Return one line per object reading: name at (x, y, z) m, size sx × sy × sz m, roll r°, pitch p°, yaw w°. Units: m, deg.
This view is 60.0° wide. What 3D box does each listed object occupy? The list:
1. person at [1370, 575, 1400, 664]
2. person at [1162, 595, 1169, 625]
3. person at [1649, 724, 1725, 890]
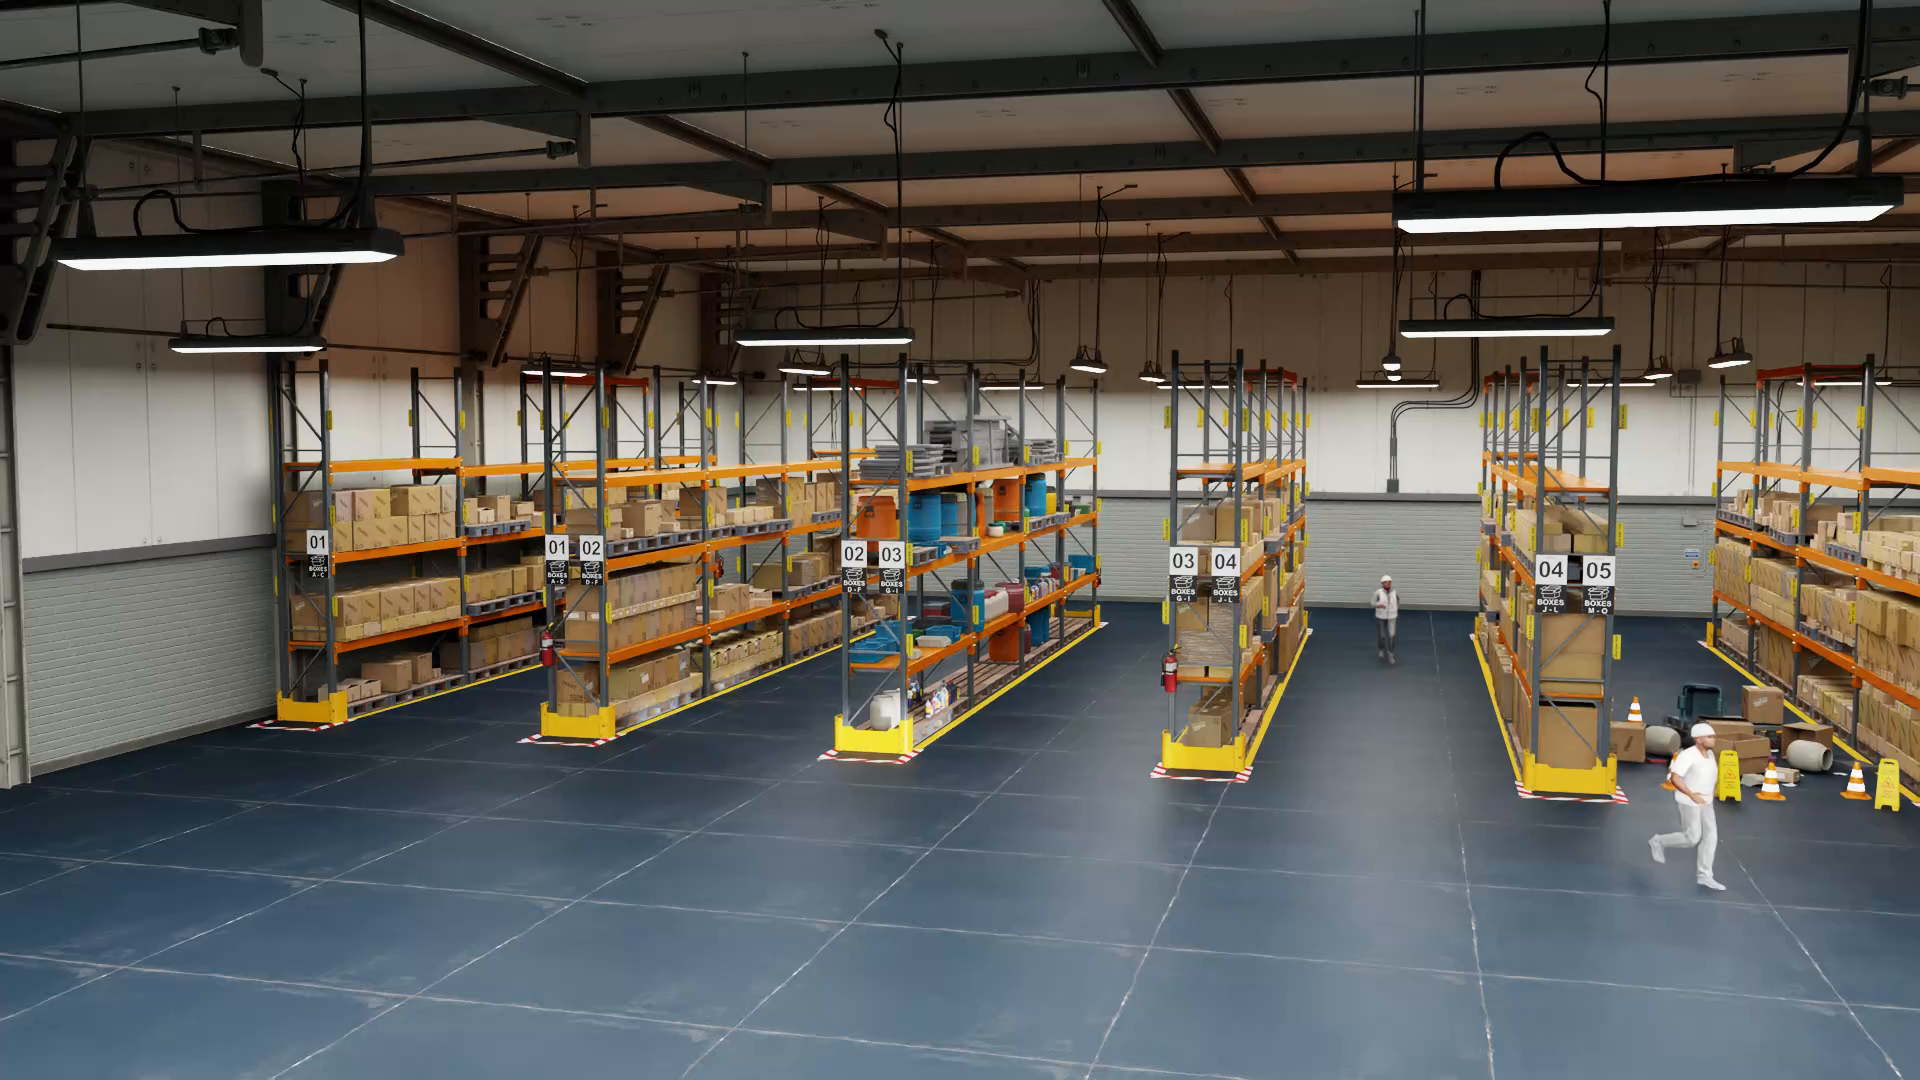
person at (8.834, 1.636, 34.547) m, size 0.640 × 1.819 × 0.791 m, roll 0°, pitch 4°, yaw 6°
person at (4.443, 1.663, 34.062) m, size 0.600 × 1.677 × 0.814 m, roll 1°, pitch 4°, yaw 14°
person at (7.935, 2.846, 18.042) m, size 0.727 × 1.751 × 0.883 m, roll -3°, pitch 5°, yaw -37°
